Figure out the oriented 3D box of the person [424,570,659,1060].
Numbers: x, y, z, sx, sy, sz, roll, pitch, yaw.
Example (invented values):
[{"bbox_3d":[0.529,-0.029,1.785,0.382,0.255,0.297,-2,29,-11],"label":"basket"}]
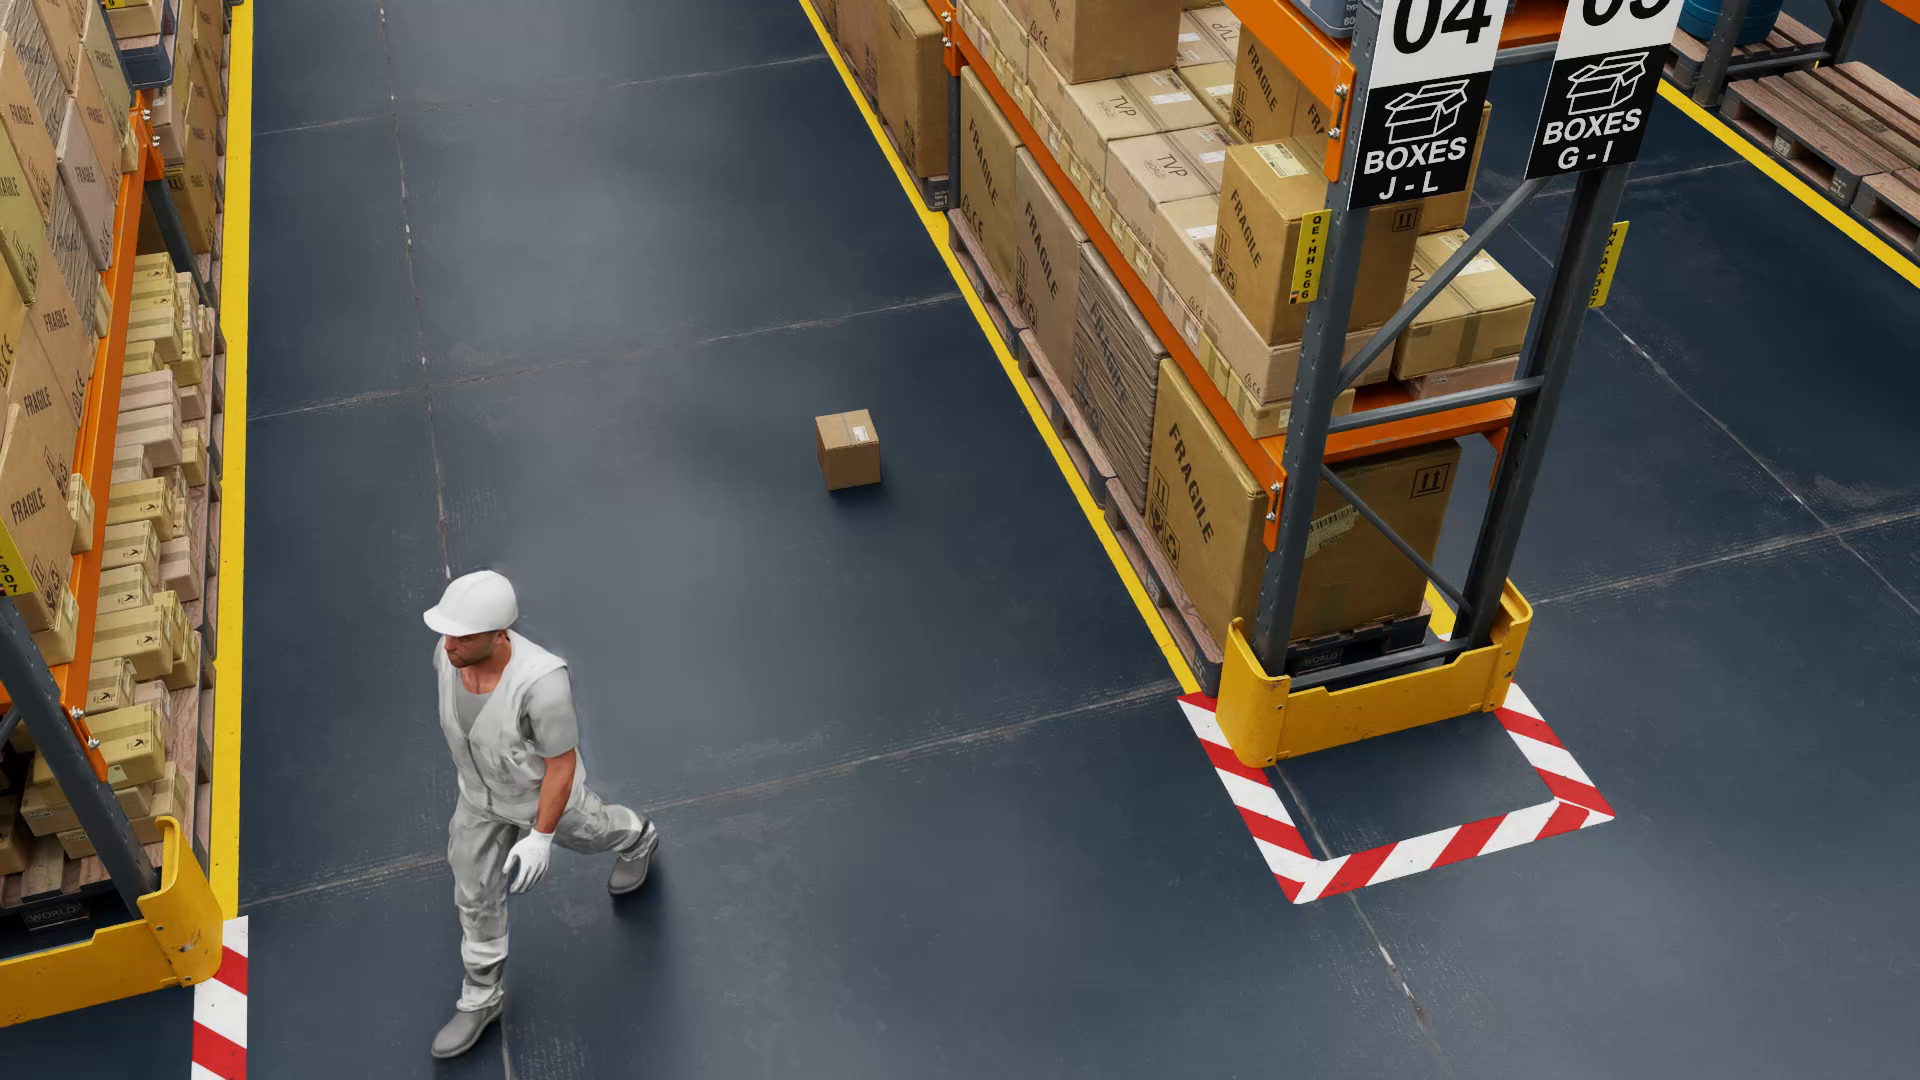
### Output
[{"bbox_3d":[-1.404,0.804,5.250,0.530,1.742,1.084,16,44,17],"label":"person"}]
